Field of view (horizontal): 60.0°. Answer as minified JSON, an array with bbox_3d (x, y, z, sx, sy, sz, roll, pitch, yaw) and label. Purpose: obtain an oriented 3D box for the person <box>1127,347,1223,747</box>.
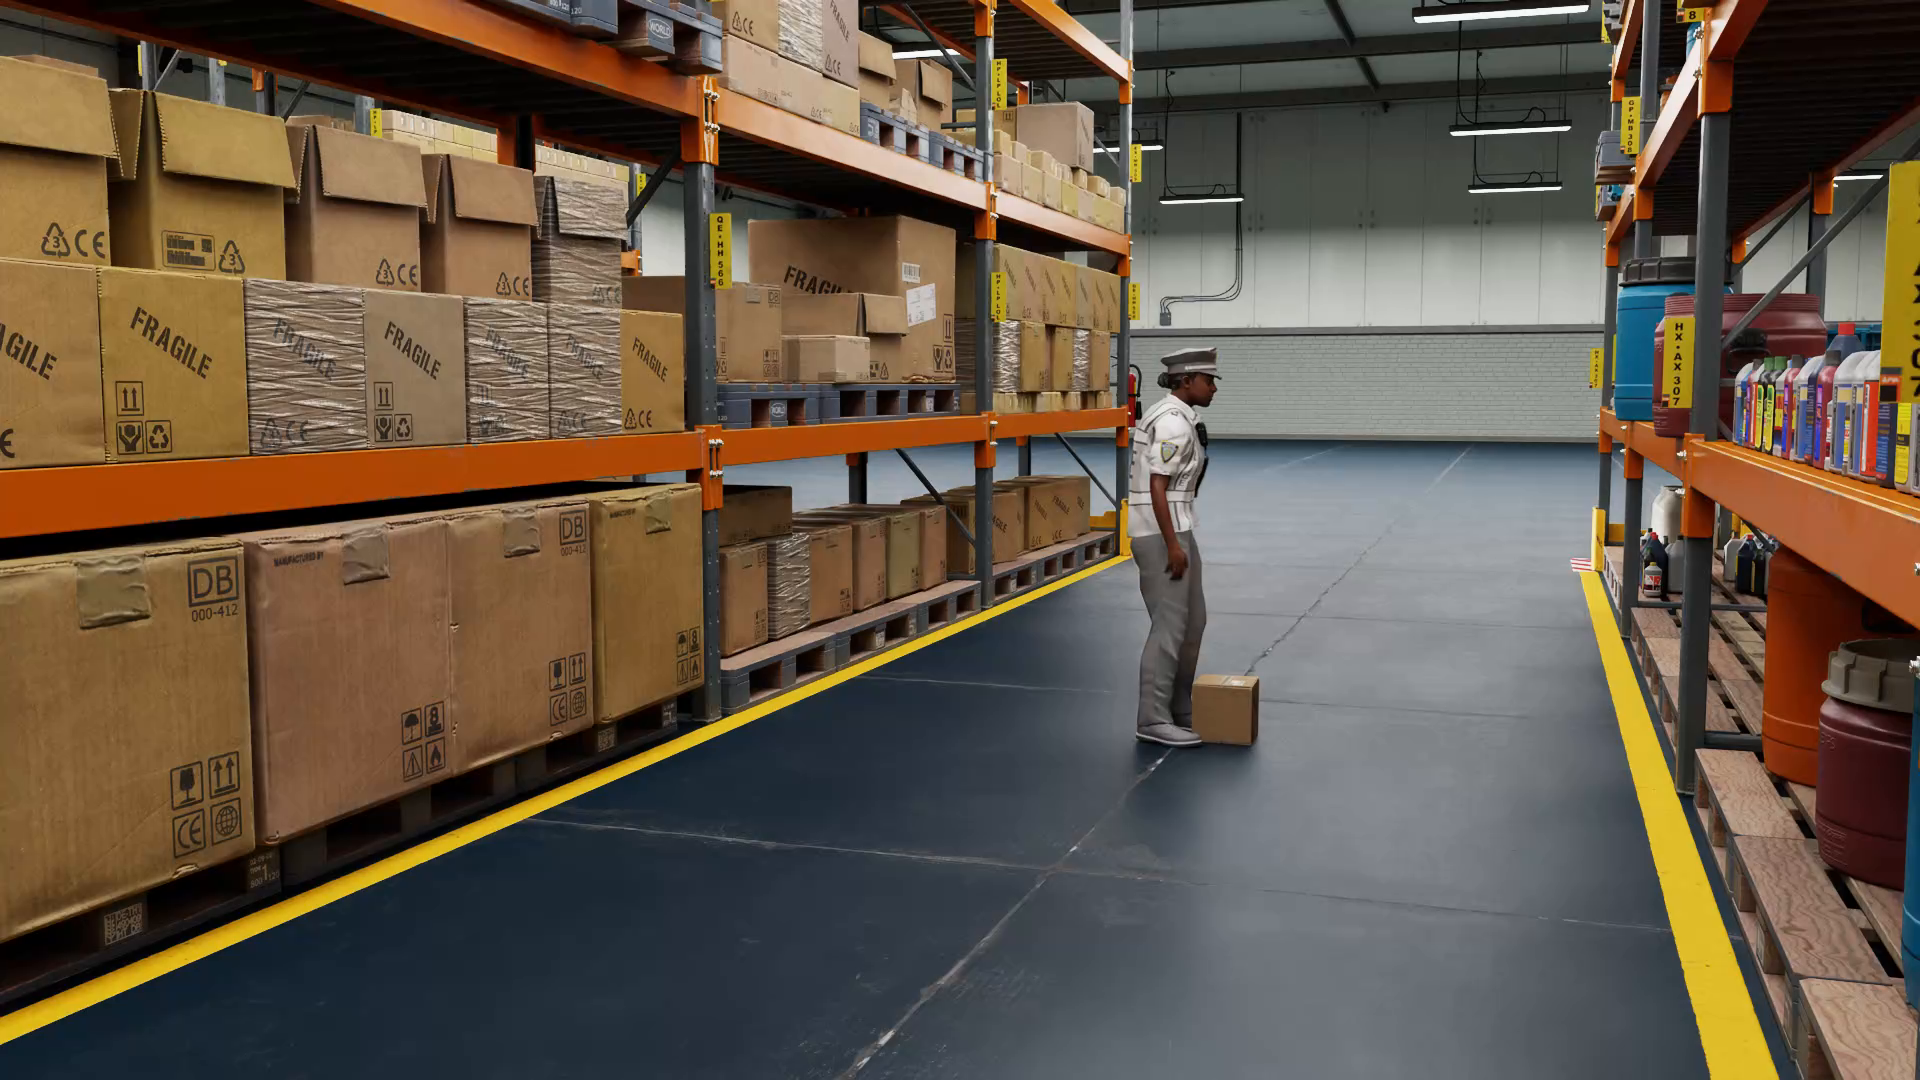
[{"bbox_3d":[0.924,0.012,7.092,0.419,1.663,0.530,2,6,16],"label":"person"}]
